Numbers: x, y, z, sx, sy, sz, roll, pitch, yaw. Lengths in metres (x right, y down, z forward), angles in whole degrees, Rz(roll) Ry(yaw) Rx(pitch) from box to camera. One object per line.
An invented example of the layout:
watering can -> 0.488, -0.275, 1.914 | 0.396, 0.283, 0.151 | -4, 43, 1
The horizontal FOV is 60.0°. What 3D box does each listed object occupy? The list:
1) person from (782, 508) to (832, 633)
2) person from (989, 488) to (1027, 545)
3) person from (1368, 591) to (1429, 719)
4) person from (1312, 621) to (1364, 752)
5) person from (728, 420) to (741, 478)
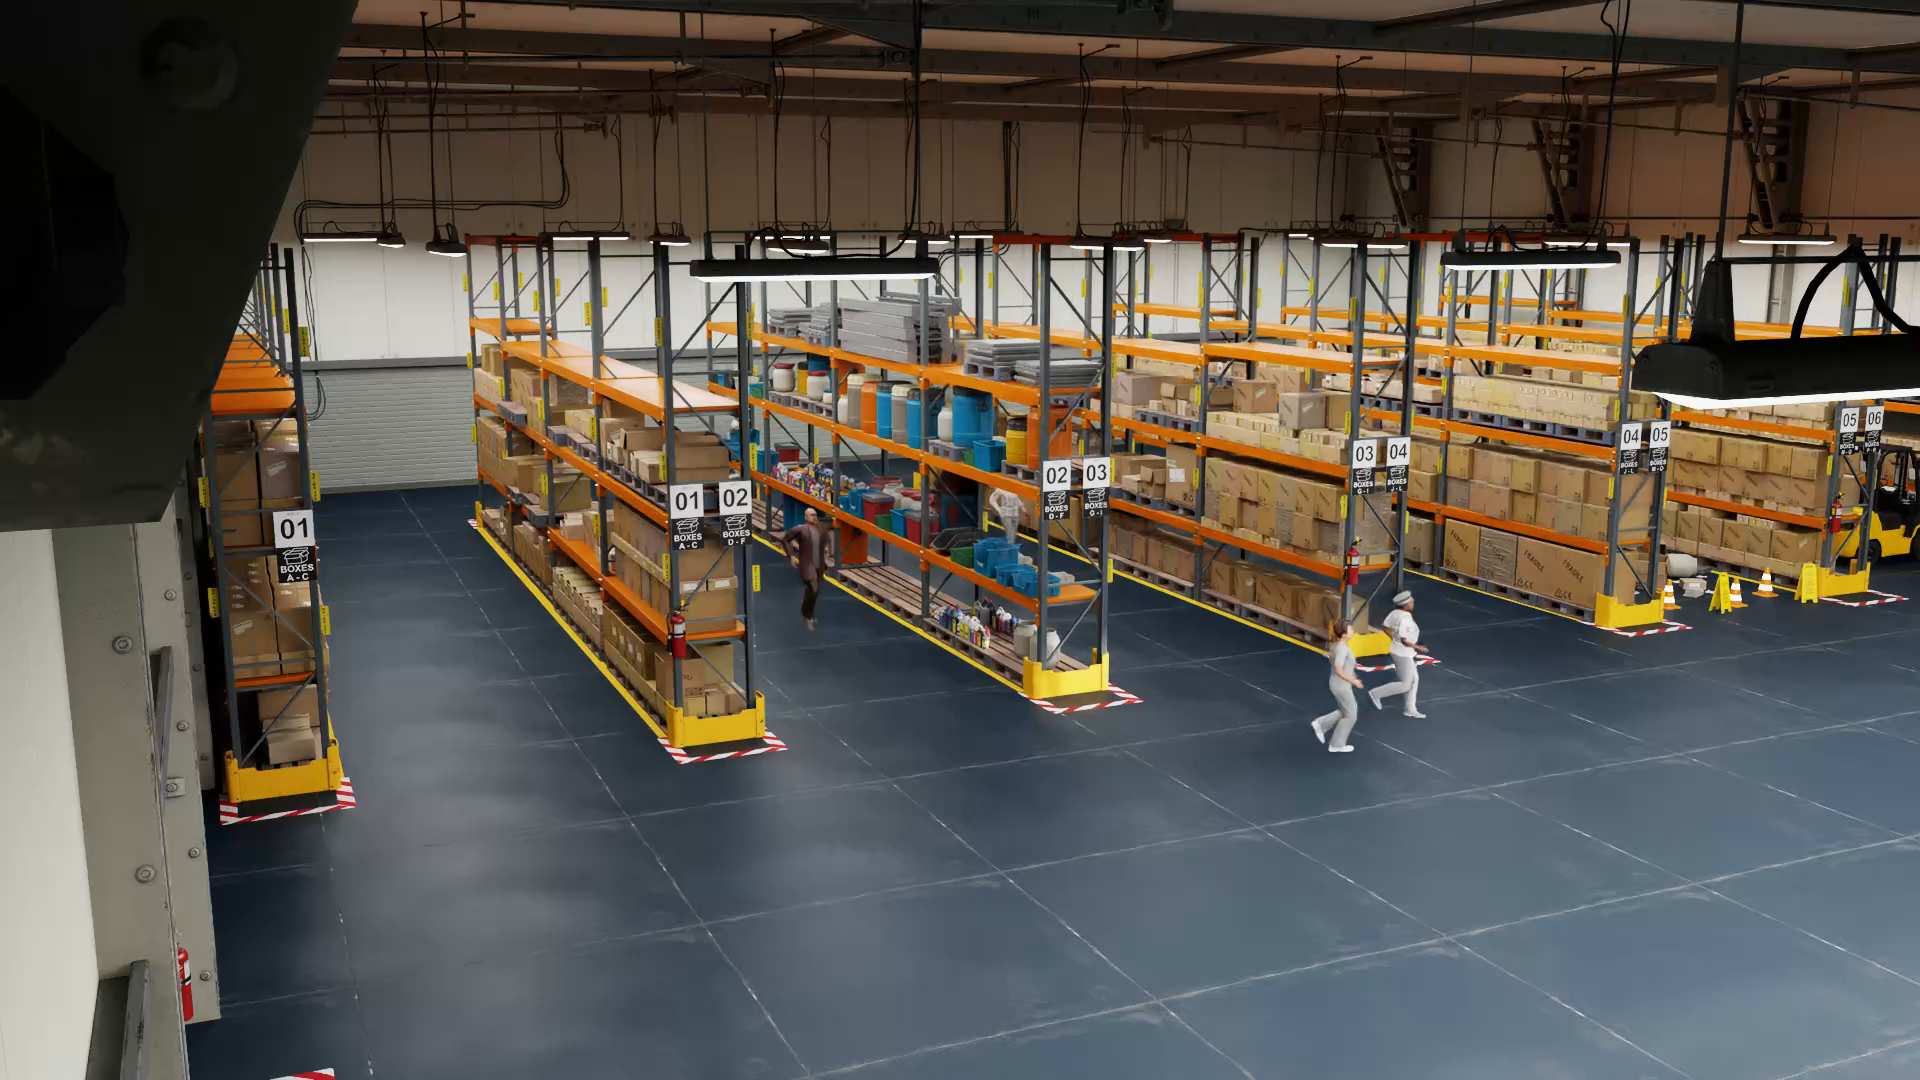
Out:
person -> -2.206, 0.444, 24.778 | 0.677, 1.857, 0.763 | -9, 14, -39
person -> 0.861, -0.401, 29.367 | 0.618, 1.699, 0.750 | -7, 13, -33
person -> 5.600, 1.471, 21.228 | 0.791, 1.692, 0.578 | 0, 11, -2
person -> 4.505, 1.750, 19.825 | 0.558, 1.624, 0.548 | 1, 11, 4
person -> -5.203, -1.869, 38.206 | 0.798, 1.774, 0.662 | -3, 12, -17
